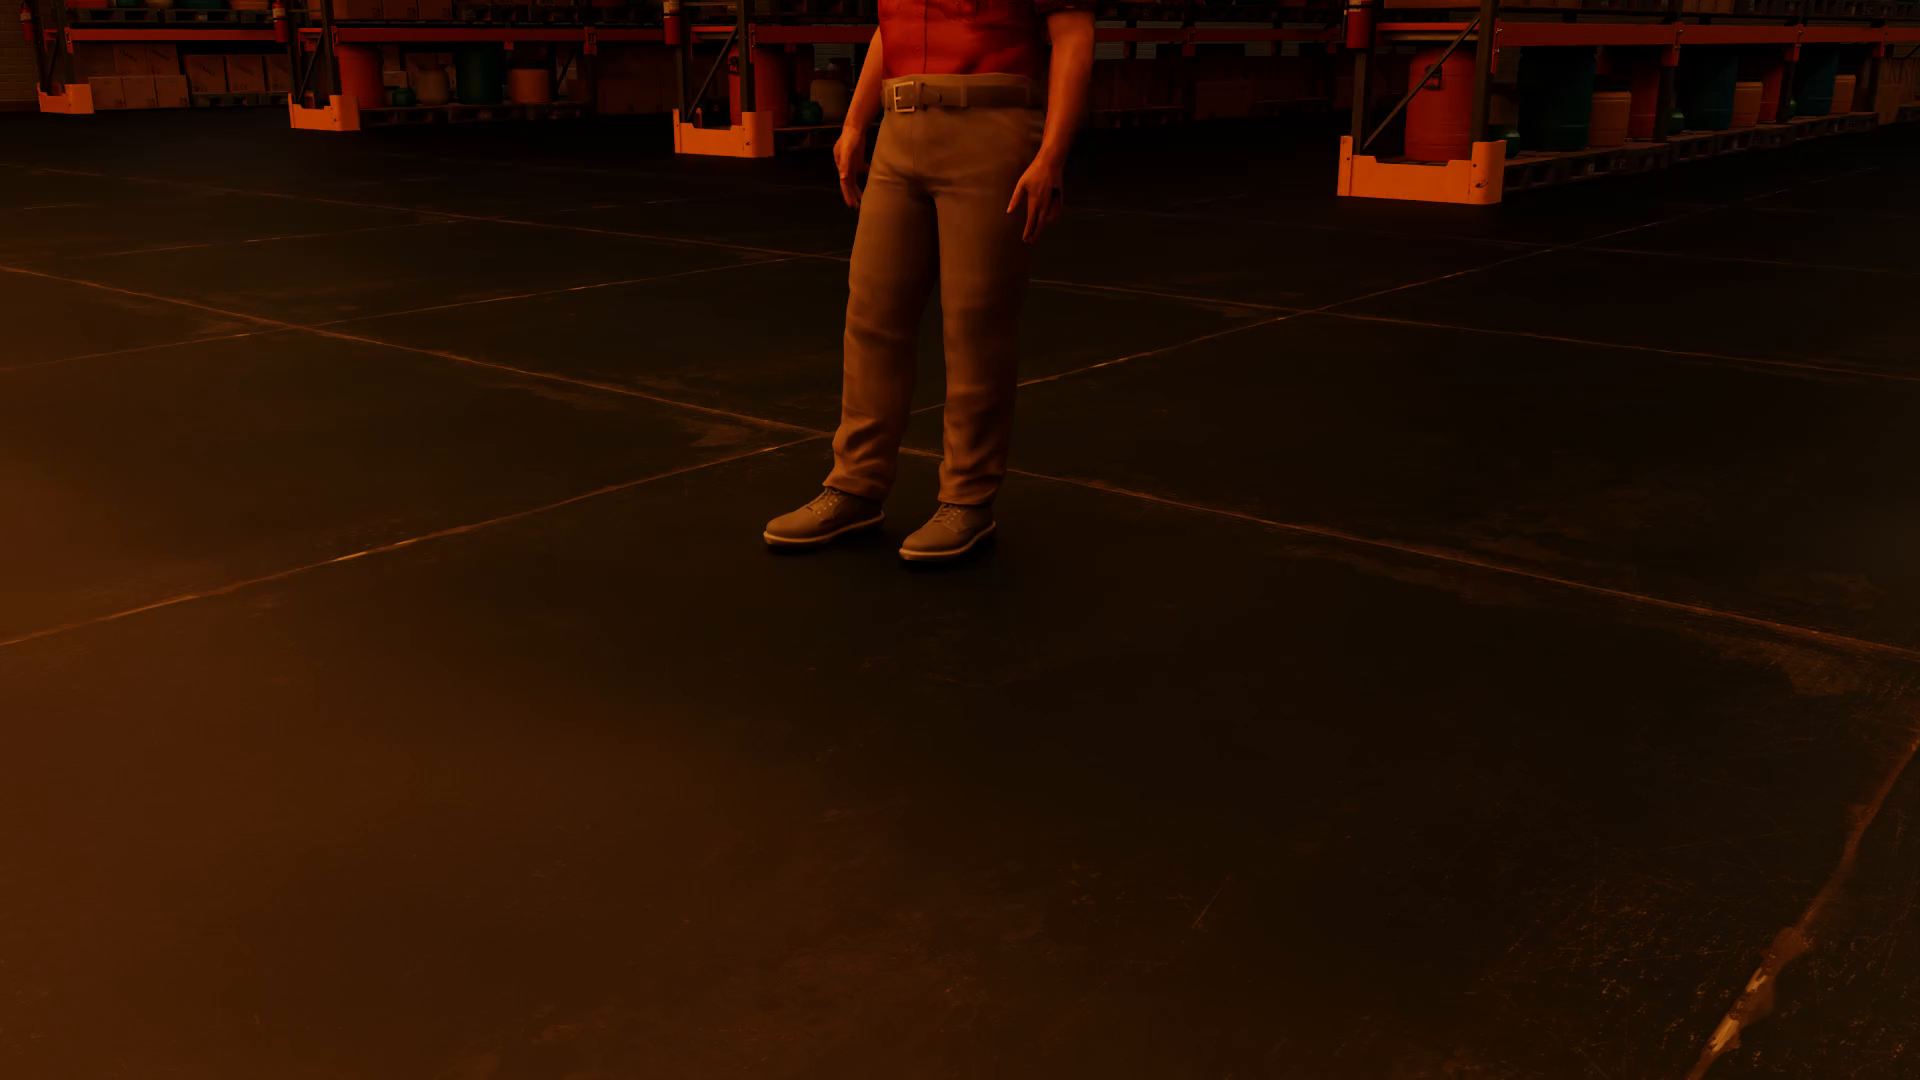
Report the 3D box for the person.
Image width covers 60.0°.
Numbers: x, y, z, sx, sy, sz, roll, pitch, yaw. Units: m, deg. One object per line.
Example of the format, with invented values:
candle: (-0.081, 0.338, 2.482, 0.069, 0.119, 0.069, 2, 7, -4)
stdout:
person: (-0.066, -0.816, 3.629, 0.642, 1.727, 0.550, 13, 21, 37)
